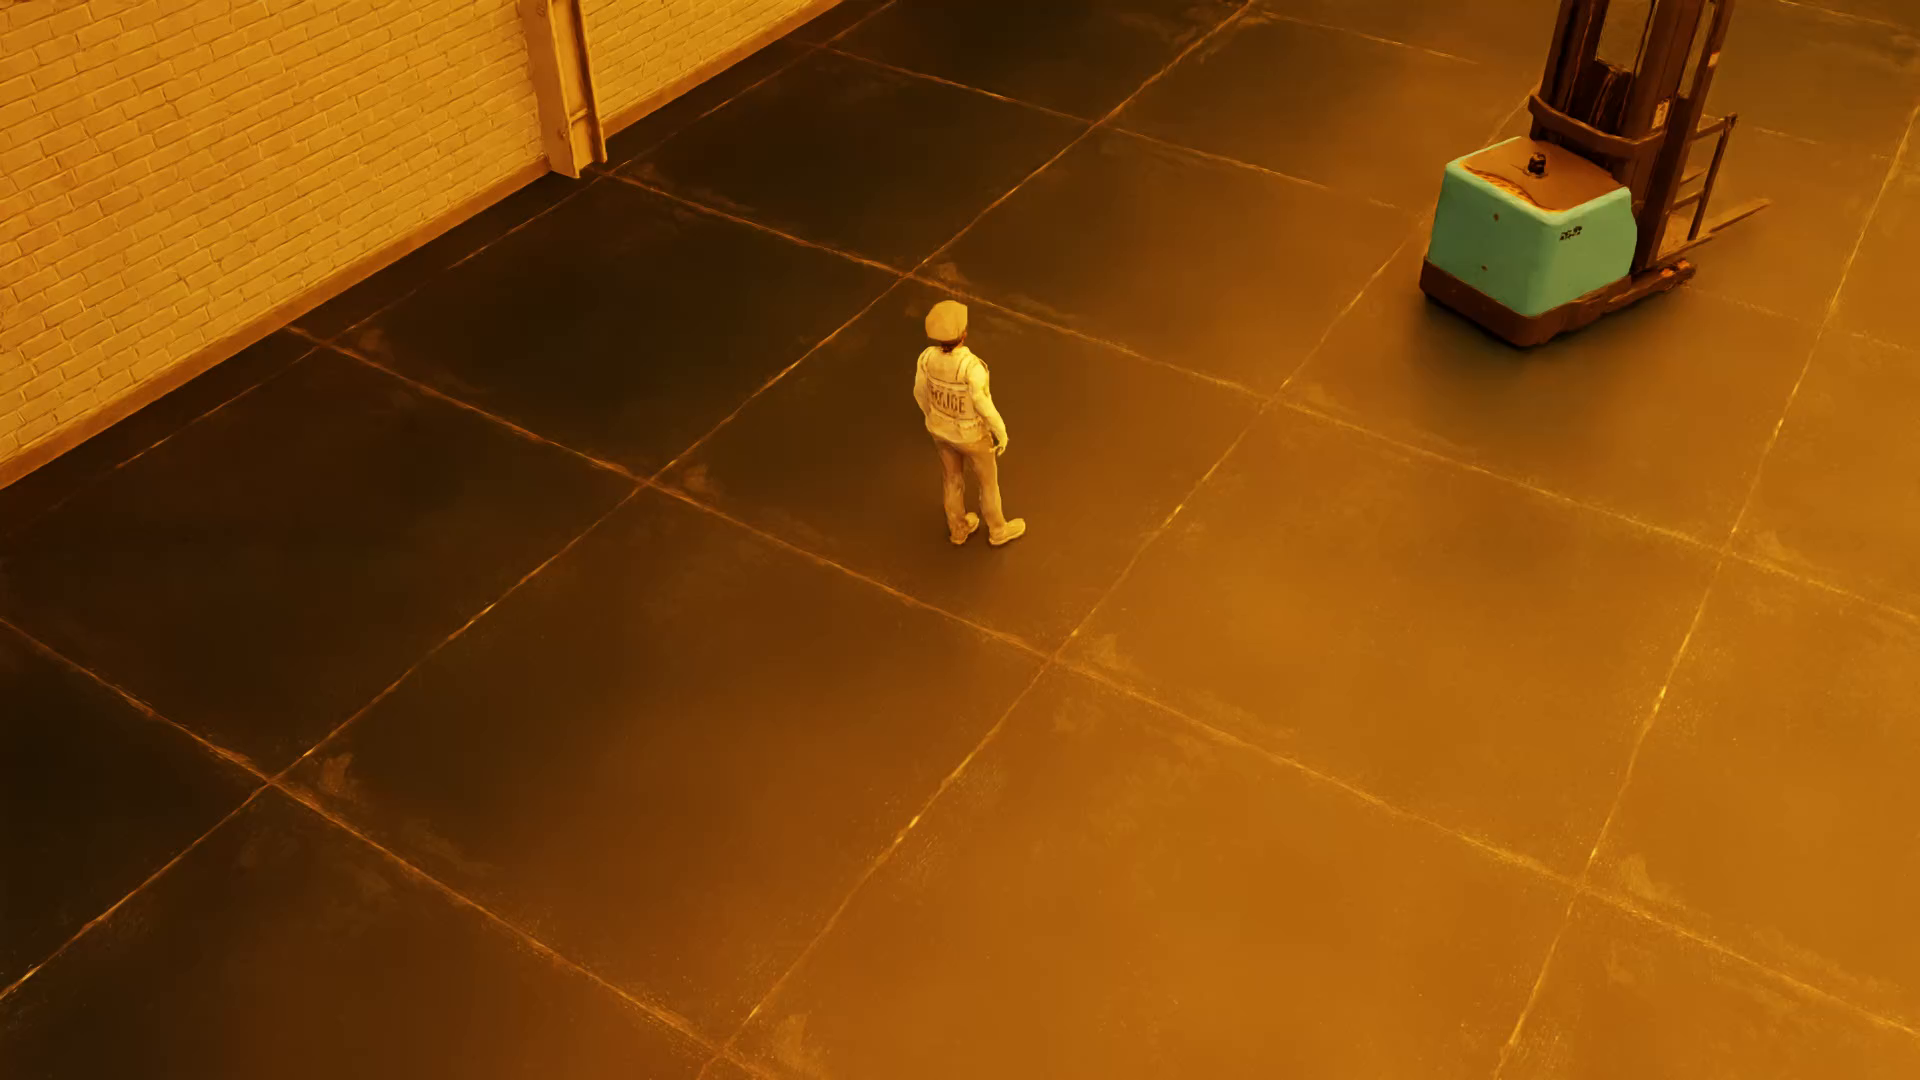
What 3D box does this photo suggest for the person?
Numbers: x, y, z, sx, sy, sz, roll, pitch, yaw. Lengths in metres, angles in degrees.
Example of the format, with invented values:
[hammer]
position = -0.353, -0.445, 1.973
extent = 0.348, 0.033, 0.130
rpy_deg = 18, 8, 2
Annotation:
[person]
position = 0.042, -0.686, 9.722
extent = 0.586, 1.695, 0.532
rpy_deg = 22, 45, 24

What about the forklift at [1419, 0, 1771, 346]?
[forklift]
position = 4.915, -3.237, 11.786
extent = 3.031, 2.935, 1.130
rpy_deg = -24, 46, -25
